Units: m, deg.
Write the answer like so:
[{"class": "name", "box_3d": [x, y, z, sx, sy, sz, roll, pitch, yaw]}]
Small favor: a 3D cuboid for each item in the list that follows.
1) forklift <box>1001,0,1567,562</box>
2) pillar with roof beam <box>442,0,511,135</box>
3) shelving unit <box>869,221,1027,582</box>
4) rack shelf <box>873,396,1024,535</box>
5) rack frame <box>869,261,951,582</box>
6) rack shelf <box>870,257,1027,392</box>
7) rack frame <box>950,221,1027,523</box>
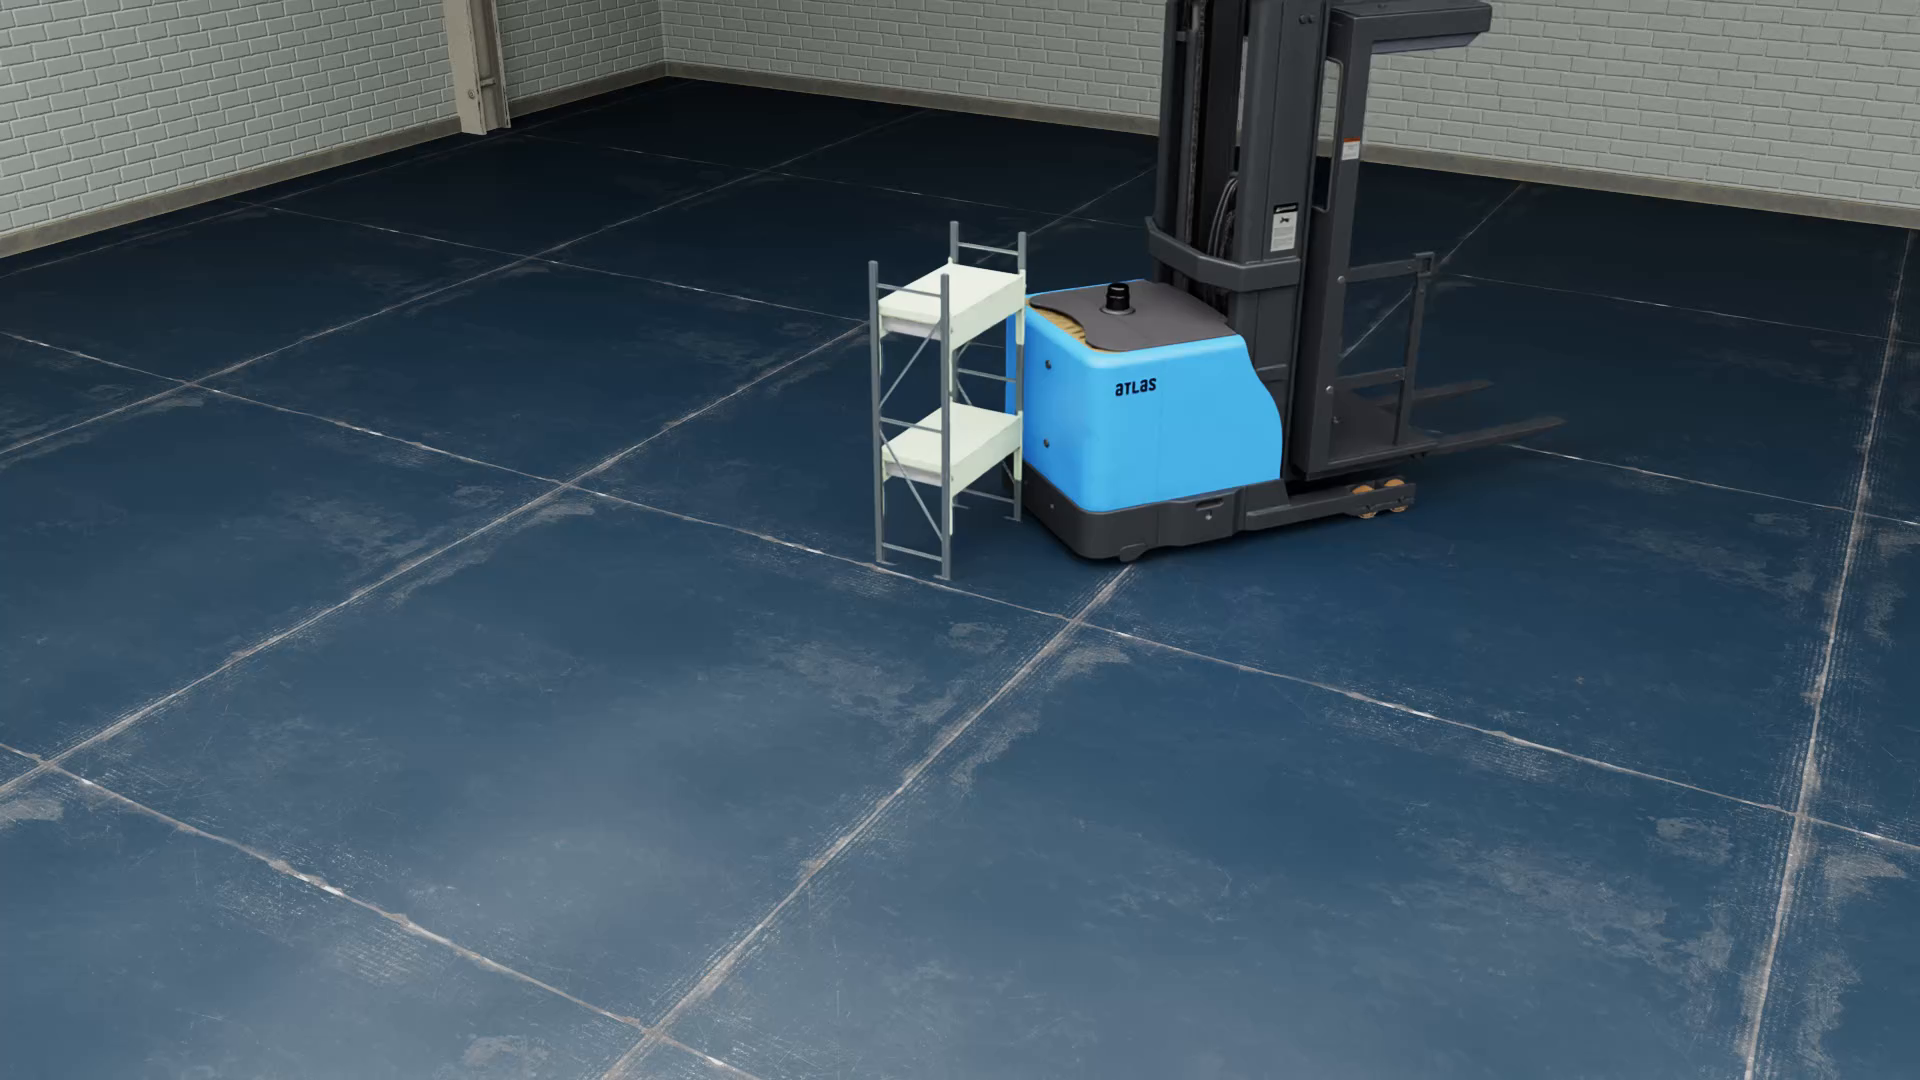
[{"class": "forklift", "box_3d": [1.782, -1.624, 8.220, 3.031, 2.935, 1.130, -11, 29, -21]}, {"class": "pillar with roof beam", "box_3d": [-0.898, -7.099, 12.379, 9.100, 9.000, 0.400, 14, 30, 26]}, {"class": "shelving unit", "box_3d": [-0.046, -0.663, 7.899, 0.431, 1.500, 0.755, 14, 30, 26]}, {"class": "rack shelf", "box_3d": [-0.046, -0.372, 8.045, 0.431, 0.370, 0.720, 14, 30, 26]}, {"class": "rack frame", "box_3d": [-0.224, -0.520, 7.614, 0.400, 1.500, 0.023, 14, 30, 26]}, {"class": "rack shelf", "box_3d": [-0.046, -1.012, 7.724, 0.431, 0.370, 0.720, 14, 30, 26]}, {"class": "rack frame", "box_3d": [0.133, -0.806, 8.185, 0.400, 1.500, 0.023, 14, 30, 26]}]
